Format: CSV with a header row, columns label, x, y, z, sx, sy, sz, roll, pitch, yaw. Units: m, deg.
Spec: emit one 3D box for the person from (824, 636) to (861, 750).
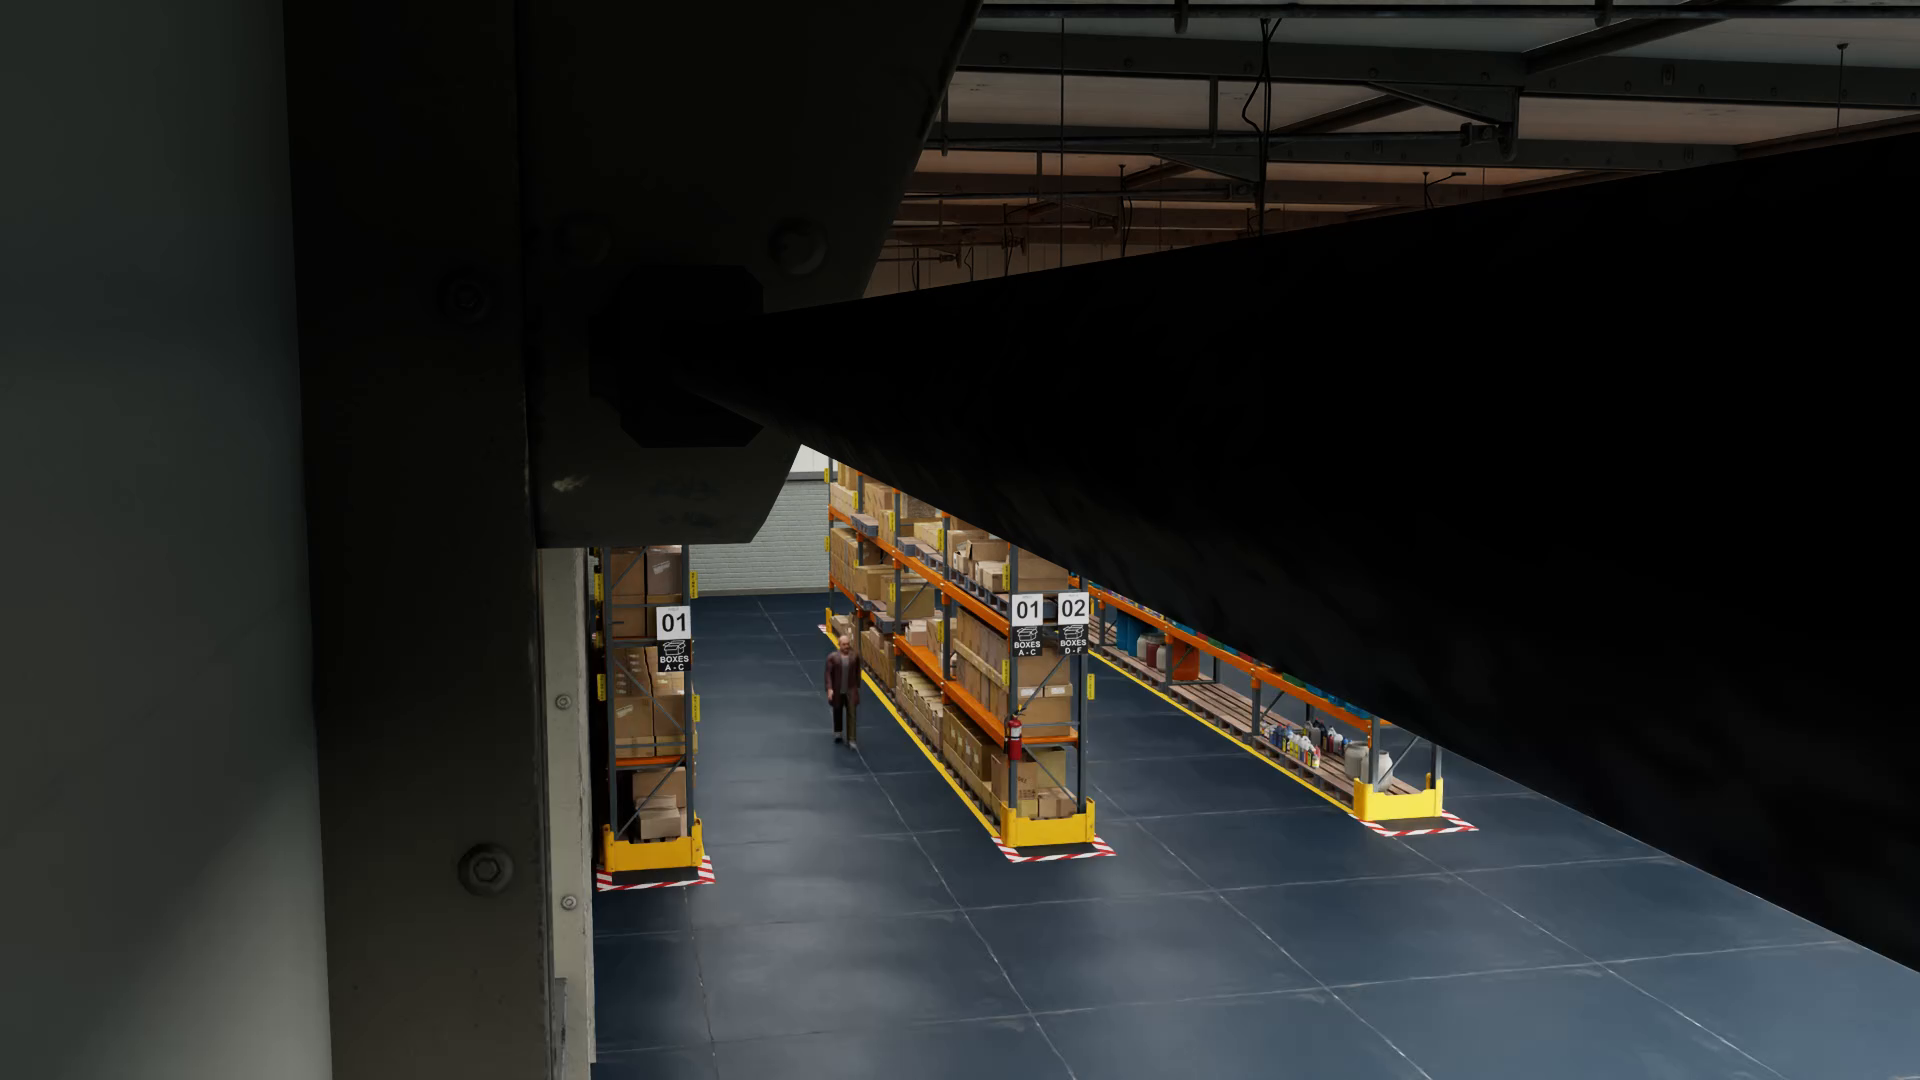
label,x,y,z,sx,sy,sz,roll,pitch,yaw
person,-1.830,2.355,26.122,0.602,1.713,1.141,-1,7,-10
